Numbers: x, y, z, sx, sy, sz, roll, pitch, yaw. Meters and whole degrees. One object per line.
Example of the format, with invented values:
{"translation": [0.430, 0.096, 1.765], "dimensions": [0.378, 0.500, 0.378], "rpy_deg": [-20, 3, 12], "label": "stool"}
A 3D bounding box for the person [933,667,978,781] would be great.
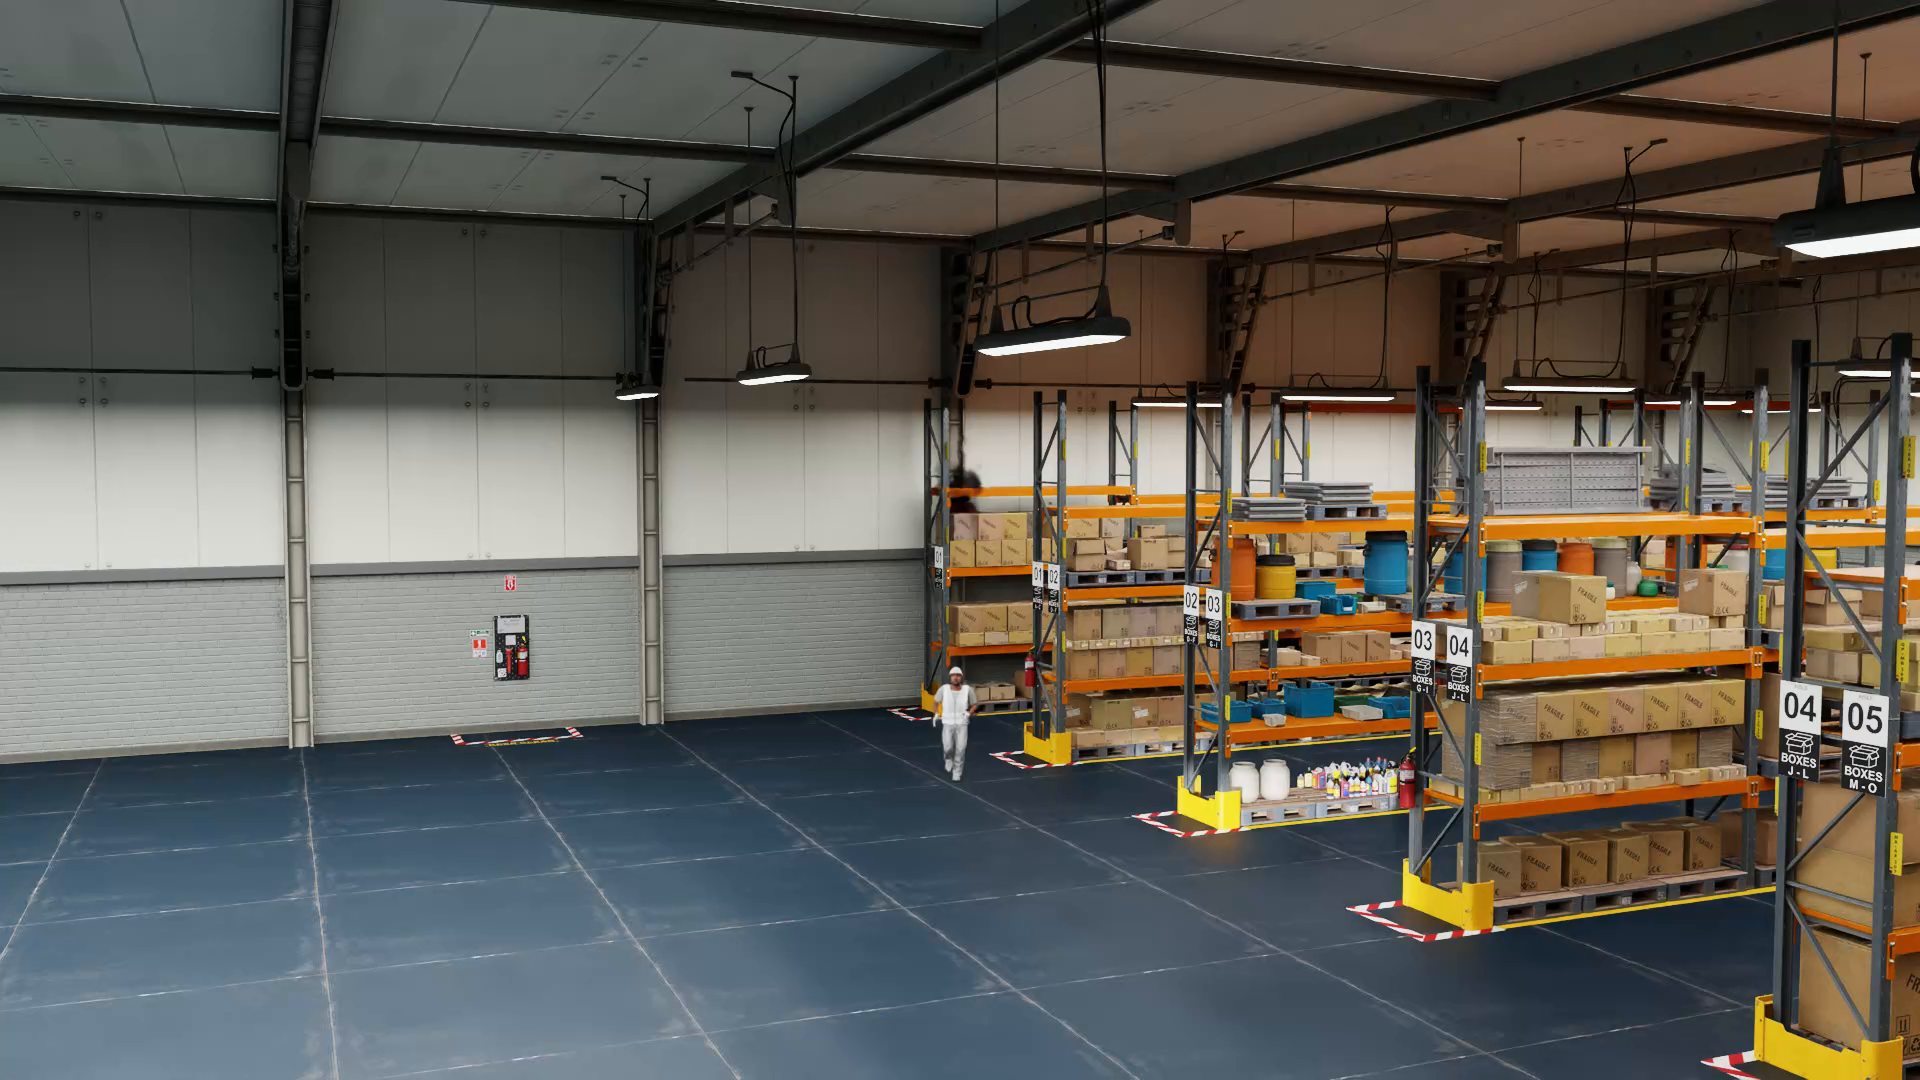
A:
{"translation": [-0.073, 2.804, 25.341], "dimensions": [0.693, 1.734, 0.596], "rpy_deg": [0, 3, 1], "label": "person"}
